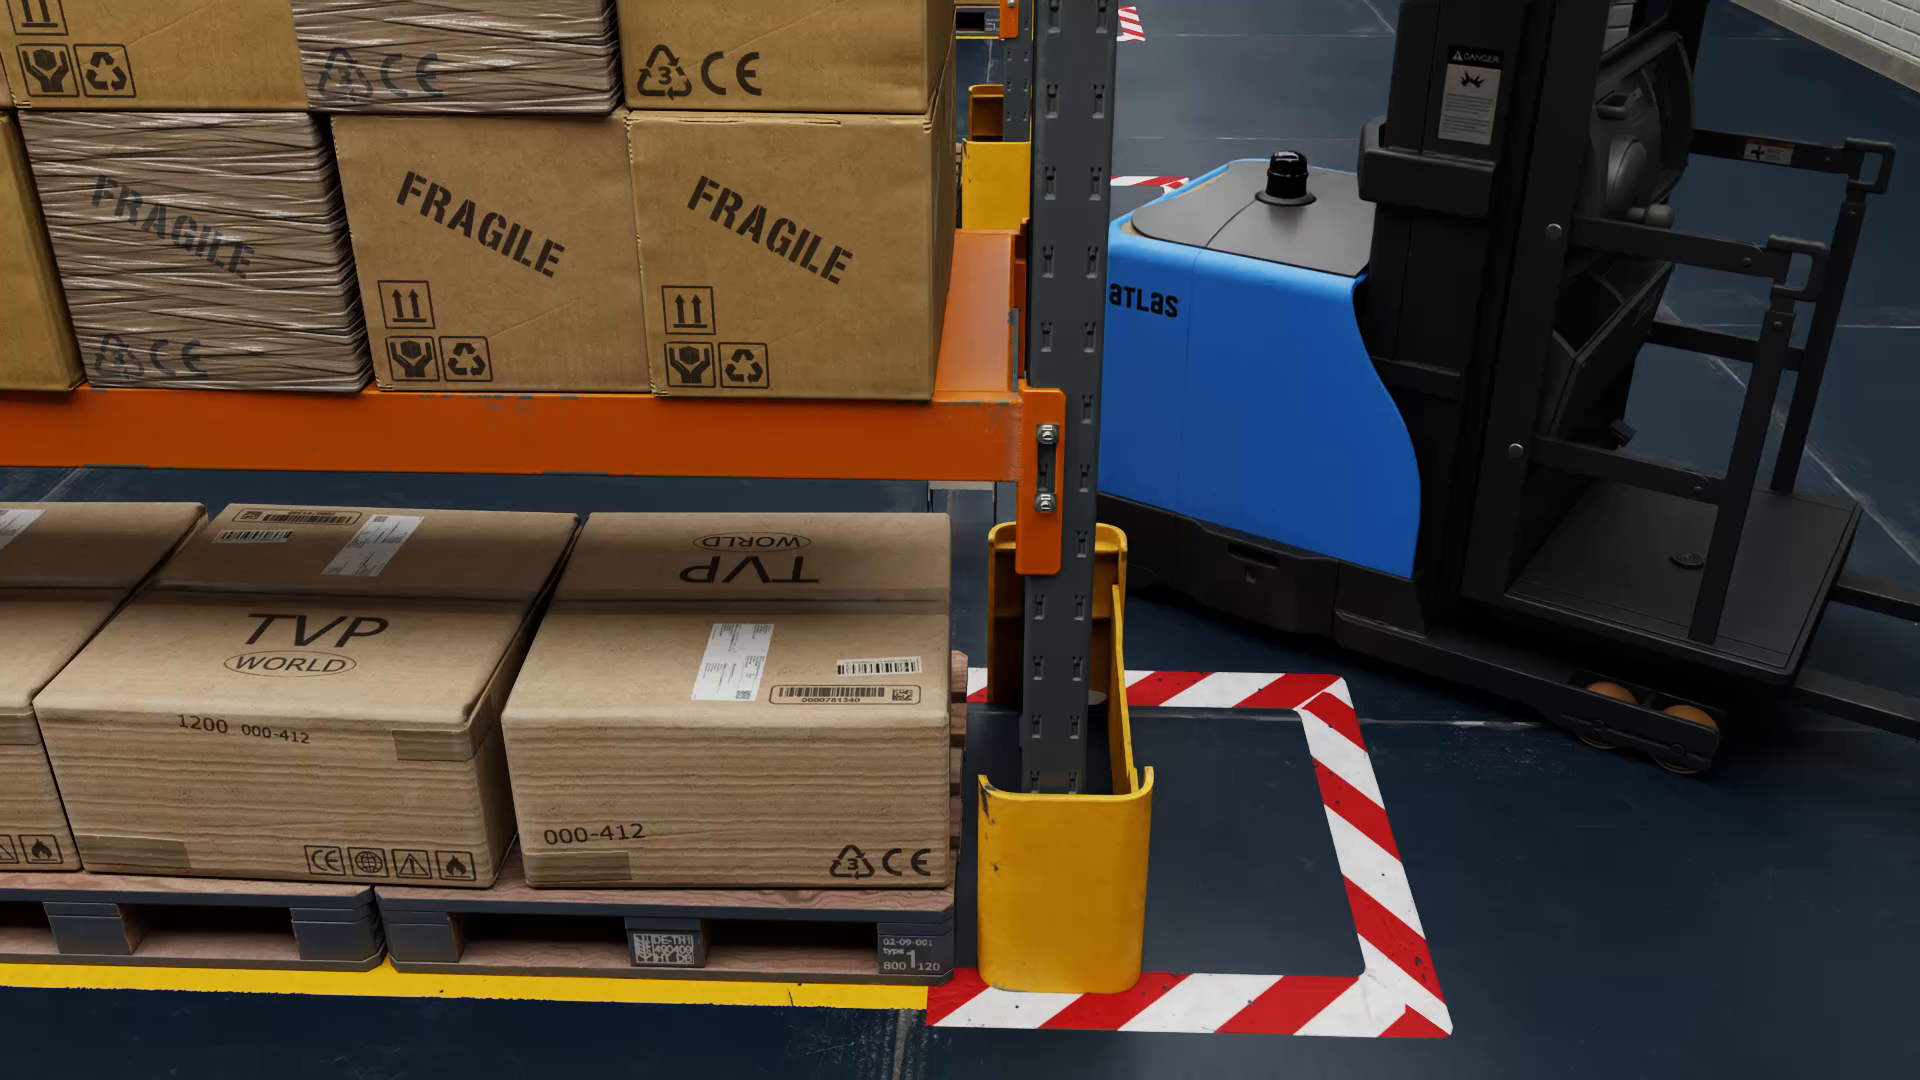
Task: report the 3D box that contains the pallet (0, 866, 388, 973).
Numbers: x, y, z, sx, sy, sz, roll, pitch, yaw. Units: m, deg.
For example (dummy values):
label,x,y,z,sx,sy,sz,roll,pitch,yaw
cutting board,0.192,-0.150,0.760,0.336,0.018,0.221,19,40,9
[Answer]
label,x,y,z,sx,sy,sz,roll,pitch,yaw
pallet,-1.814,0.579,3.933,1.213,0.211,1.003,1,28,2

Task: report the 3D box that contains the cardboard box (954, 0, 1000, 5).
label,x,y,z,sx,sy,sz,roll,pitch,yaw
cardboard box,-0.088,-4.514,12.382,0.875,0.875,0.875,1,28,2

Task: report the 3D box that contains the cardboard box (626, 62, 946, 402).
label,x,y,z,sx,sy,sz,roll,pitch,yaw
cardboard box,-0.287,-0.583,3.041,0.500,0.500,0.500,1,28,2

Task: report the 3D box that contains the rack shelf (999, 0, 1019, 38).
label,x,y,z,sx,sy,sz,roll,pitch,yaw
rack shelf,-1.721,-2.689,7.888,4.000,0.370,1.077,1,28,2

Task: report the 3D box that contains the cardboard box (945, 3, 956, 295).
label,x,y,z,sx,sy,sz,roll,pitch,yaw
cardboard box,-0.265,-0.842,3.528,0.500,0.500,0.500,1,28,1

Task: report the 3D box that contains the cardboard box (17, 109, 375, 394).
label,x,y,z,sx,sy,sz,roll,pitch,yaw
cardboard box,-1.303,-0.603,3.078,0.500,0.500,0.500,2,28,3

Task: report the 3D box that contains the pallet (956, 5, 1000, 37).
label,x,y,z,sx,sy,sz,roll,pitch,yaw
pallet,-0.248,-4.038,12.643,1.213,0.211,1.003,1,28,2

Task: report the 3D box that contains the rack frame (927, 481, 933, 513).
label,x,y,z,sx,sy,sz,roll,pitch,yaw
rack frame,-0.093,-0.399,5.042,0.006,0.900,0.240,1,28,2

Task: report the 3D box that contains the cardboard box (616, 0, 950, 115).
label,x,y,z,sx,sy,sz,roll,pitch,yaw
cardboard box,-0.286,-1.038,2.830,0.500,0.500,0.500,2,28,3

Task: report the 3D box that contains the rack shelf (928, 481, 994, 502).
label,x,y,z,sx,sy,sz,roll,pitch,yaw
rack shelf,0.008,-0.209,5.139,0.200,0.077,0.258,1,28,2

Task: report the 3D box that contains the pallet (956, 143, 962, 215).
label,x,y,z,sx,sy,sz,roll,pitch,yaw
pallet,-0.609,-1.773,8.369,1.213,0.211,1.003,1,28,2

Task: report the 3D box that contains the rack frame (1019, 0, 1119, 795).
label,x,y,z,sx,sy,sz,roll,pitch,yaw
rack frame,0.204,-0.655,3.283,0.127,3.000,1.000,1,28,2

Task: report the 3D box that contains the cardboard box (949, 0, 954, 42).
label,x,y,z,sx,sy,sz,roll,pitch,yaw
cardboard box,-0.265,-1.282,3.292,0.500,0.500,0.500,0,28,1

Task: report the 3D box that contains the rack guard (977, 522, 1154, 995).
label,x,y,z,sx,sy,sz,roll,pitch,yaw
rack guard,0.228,0.450,3.868,0.348,0.500,1.175,1,28,2

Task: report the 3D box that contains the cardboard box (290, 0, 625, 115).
label,x,y,z,sx,sy,sz,roll,pitch,yaw
cardboard box,-0.809,-1.033,2.821,0.500,0.500,0.500,1,28,2

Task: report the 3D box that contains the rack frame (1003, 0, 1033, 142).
label,x,y,z,sx,sy,sz,roll,pitch,yaw
rack frame,0.278,-2.974,7.657,0.127,3.000,1.000,1,28,2

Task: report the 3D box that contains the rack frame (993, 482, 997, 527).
label,x,y,z,sx,sy,sz,roll,pitch,yaw
rack frame,0.110,-0.396,5.036,0.006,0.900,0.240,1,28,2

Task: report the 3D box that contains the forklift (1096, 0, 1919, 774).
label,x,y,z,sx,sy,sz,roll,pitch,yaw
forklift,1.850,-0.996,4.000,3.031,2.935,1.130,17,33,30

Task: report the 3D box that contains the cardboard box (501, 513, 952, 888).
label,x,y,z,sx,sy,sz,roll,pitch,yaw
cardboard box,-0.459,0.327,3.717,0.875,0.438,0.875,0,28,0

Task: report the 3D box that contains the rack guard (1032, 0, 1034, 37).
label,x,y,z,sx,sy,sz,roll,pitch,yaw
rack guard,0.578,-4.189,12.618,0.348,0.500,1.175,1,28,2

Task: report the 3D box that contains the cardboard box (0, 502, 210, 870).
label,x,y,z,sx,sy,sz,roll,pitch,yaw
cardboard box,-2.275,0.300,3.768,0.875,0.438,0.875,0,28,0

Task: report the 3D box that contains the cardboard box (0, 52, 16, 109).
label,x,y,z,sx,sy,sz,roll,pitch,yaw
cardboard box,-1.806,-1.051,2.856,0.500,0.500,0.500,1,28,1

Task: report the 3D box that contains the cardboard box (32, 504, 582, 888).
label,x,y,z,sx,sy,sz,roll,pitch,yaw
cardboard box,-1.374,0.316,3.738,0.875,0.438,0.875,2,28,3

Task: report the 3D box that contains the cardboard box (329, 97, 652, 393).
label,x,y,z,sx,sy,sz,roll,pitch,yaw
cardboard box,-0.788,-0.599,3.070,0.500,0.500,0.500,0,28,1

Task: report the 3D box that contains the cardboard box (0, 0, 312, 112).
label,x,y,z,sx,sy,sz,roll,pitch,yaw
cardboard box,-1.303,-1.042,2.839,0.500,0.500,0.500,1,28,2

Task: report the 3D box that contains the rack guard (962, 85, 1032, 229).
label,x,y,z,sx,sy,sz,roll,pitch,yaw
rack guard,0.202,-1.871,8.245,0.348,0.500,1.175,1,28,2

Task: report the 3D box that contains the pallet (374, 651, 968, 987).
label,x,y,z,sx,sy,sz,roll,pitch,yaw
pallet,-0.598,0.600,3.892,1.213,0.211,1.003,1,28,2

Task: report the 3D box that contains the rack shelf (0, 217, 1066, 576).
label,x,y,z,sx,sy,sz,roll,pitch,yaw
rack shelf,-1.794,-0.370,3.514,4.000,0.370,1.077,1,28,2

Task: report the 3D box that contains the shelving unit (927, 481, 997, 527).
label,x,y,z,sx,sy,sz,roll,pitch,yaw
shelving unit,0.008,-0.397,5.039,0.210,0.900,0.258,1,28,2

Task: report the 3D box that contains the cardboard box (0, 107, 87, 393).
label,x,y,z,sx,sy,sz,roll,pitch,yaw
cardboard box,-1.819,-0.605,3.082,0.500,0.500,0.500,2,28,3
